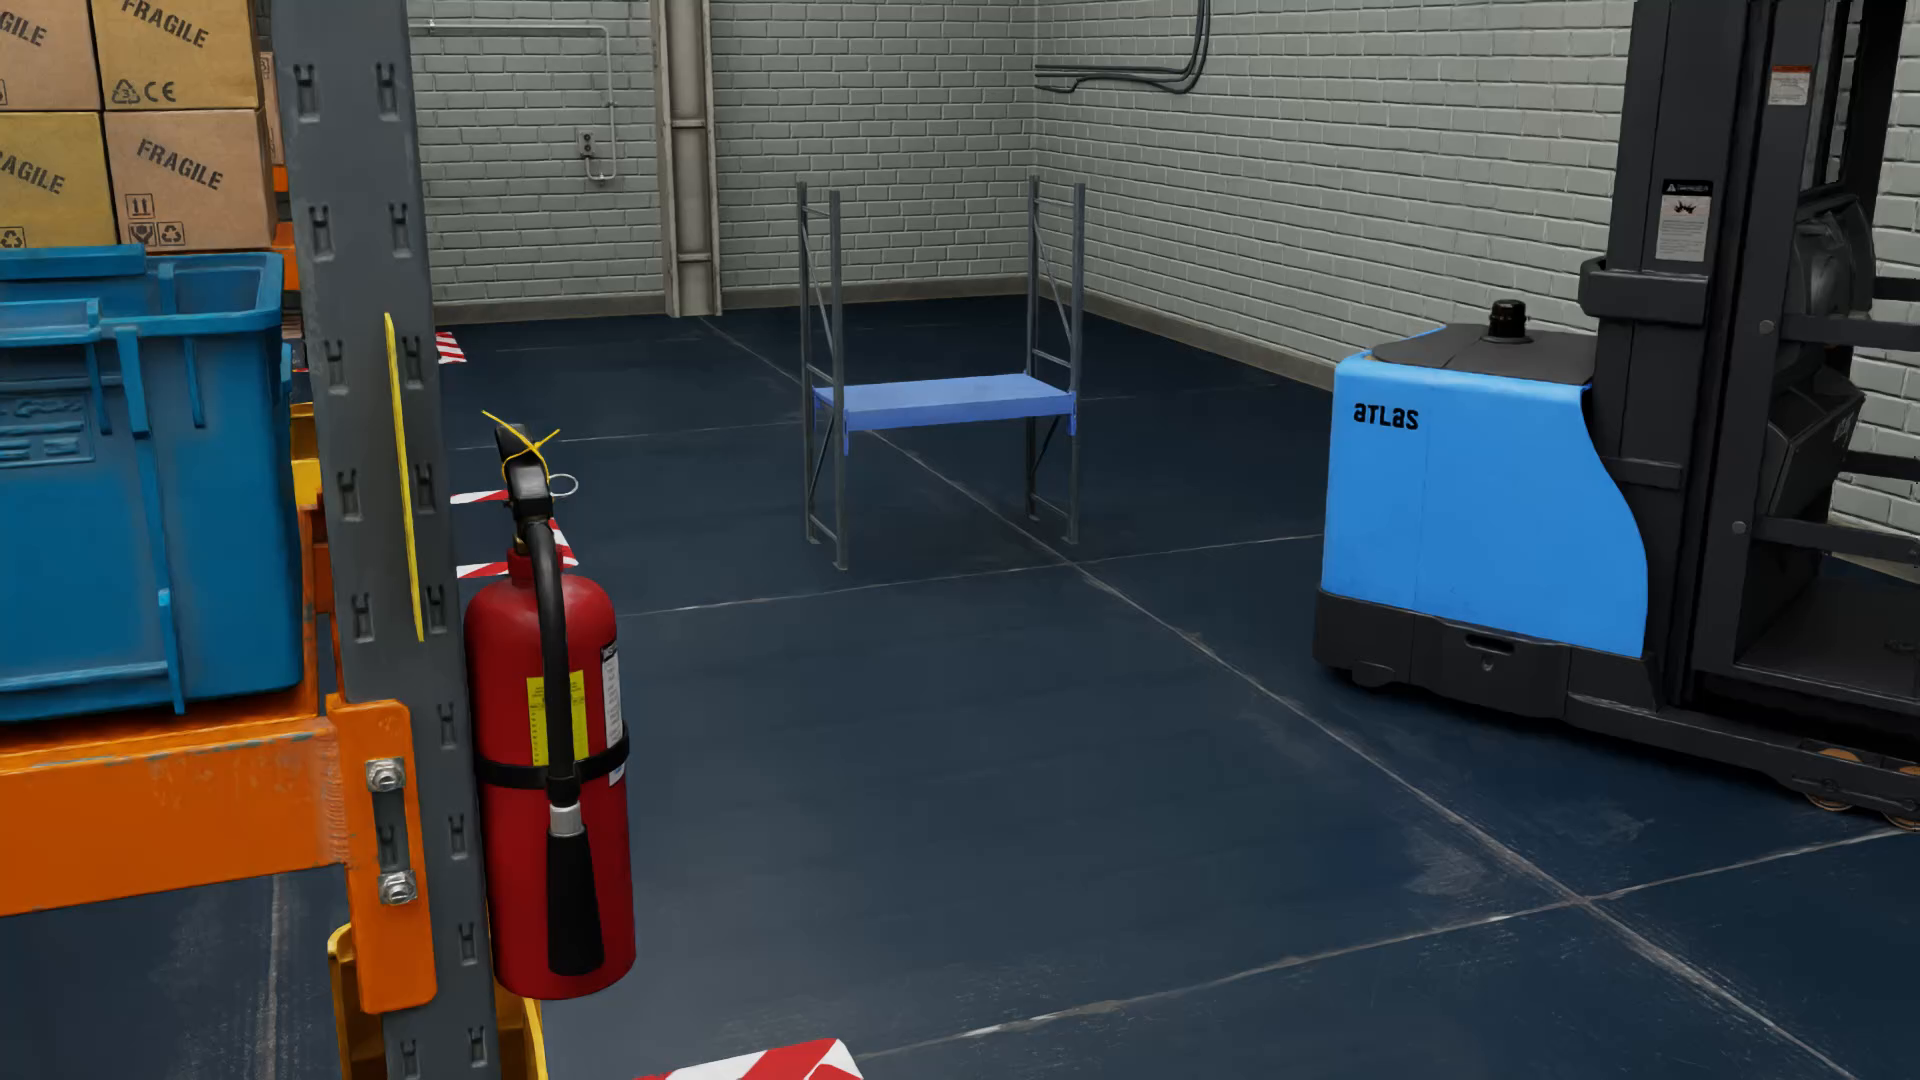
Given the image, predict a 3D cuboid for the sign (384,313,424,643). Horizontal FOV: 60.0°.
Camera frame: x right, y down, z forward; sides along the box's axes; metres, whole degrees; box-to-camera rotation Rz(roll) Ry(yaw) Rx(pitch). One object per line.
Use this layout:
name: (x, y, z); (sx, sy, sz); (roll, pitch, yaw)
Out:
sign: (-0.569, -0.063, 1.701); (0.005, 0.325, 0.100); (-6, 17, -20)

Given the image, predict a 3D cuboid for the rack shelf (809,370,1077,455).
rack shelf: (-0.080, -0.538, 6.908); (1.000, 0.185, 0.538); (-6, 17, -20)

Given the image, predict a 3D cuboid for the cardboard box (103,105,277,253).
cardboard box: (-2.870, -1.363, 6.238); (0.500, 0.500, 0.500); (-6, 17, -18)

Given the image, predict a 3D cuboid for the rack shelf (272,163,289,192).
rack shelf: (-6.193, -2.188, 10.502); (4.000, 0.370, 1.077); (-6, 17, -20)

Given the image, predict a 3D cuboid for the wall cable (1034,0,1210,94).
wall cable: (1.084, -4.600, 12.301); (0.112, 2.526, 3.097); (-6, 17, -20)

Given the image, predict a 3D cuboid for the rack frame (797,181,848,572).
rack frame: (-0.554, -0.660, 6.683); (0.032, 1.500, 0.500); (-6, 17, -20)

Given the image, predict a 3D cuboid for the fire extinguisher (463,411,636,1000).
fire extinguisher: (-0.477, 0.192, 1.919); (0.183, 0.674, 0.296); (-6, 17, -20)

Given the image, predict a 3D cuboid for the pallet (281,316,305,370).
pallet: (-5.044, -1.296, 11.135); (1.213, 0.211, 1.003); (-6, 17, -20)

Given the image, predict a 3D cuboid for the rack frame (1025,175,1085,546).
rack frame: (0.395, -0.762, 7.032); (0.032, 1.500, 0.500); (-6, 17, -20)

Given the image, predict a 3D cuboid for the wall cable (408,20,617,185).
wall cable: (-3.468, -3.600, 12.231); (1.851, 1.984, 0.084); (-6, 17, -20)

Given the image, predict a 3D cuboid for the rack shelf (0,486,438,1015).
rack shelf: (-2.648, 0.419, 1.626); (4.000, 0.370, 1.077); (-6, 17, -20)

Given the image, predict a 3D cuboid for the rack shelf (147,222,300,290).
rack shelf: (-4.417, -0.885, 6.065); (4.000, 0.370, 1.077); (-6, 17, -20)

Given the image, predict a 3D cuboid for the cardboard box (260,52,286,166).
cardboard box: (-4.798, -2.825, 10.861); (0.700, 0.700, 0.980); (-5, 17, -18)

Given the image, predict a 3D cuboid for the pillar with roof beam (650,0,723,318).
pillar with roof beam: (-0.573, -4.980, 8.087); (0.400, 9.000, 9.100); (-6, 17, -20)

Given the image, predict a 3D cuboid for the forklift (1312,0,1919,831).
forklift: (2.644, -0.798, 4.614); (3.031, 2.935, 1.130); (12, 20, 36)

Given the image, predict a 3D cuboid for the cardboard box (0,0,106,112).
cardboard box: (-3.338, -1.791, 5.922); (0.500, 0.500, 0.500); (-6, 17, -19)

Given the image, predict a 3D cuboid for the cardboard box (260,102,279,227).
cardboard box: (-3.058, -1.504, 6.720); (0.500, 0.500, 0.500); (-6, 17, -19)

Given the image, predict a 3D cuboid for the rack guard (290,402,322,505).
rack guard: (-2.621, -0.225, 6.976); (0.348, 0.500, 1.175); (-6, 17, -20)

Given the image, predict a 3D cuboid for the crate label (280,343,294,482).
crate label: (-1.129, -0.138, 2.436); (0.303, 0.233, 0.416); (-6, 17, -20)

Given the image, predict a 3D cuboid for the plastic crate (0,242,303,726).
plastic crate: (-1.026, -0.091, 1.915); (0.499, 0.435, 0.616); (-6, 17, -20)

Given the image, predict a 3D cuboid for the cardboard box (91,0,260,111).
cardboard box: (-2.867, -1.842, 6.096); (0.500, 0.500, 0.500); (-6, 18, -21)

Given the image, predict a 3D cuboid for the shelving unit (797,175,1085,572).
shelving unit: (-0.080, -0.711, 6.858); (1.048, 1.500, 0.538); (-6, 17, -20)

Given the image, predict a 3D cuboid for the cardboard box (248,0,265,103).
cardboard box: (-3.058, -1.984, 6.579); (0.500, 0.500, 0.500); (-6, 17, -18)

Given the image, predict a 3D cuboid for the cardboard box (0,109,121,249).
cardboard box: (-3.354, -1.310, 6.057); (0.500, 0.500, 0.500); (-6, 17, -20)

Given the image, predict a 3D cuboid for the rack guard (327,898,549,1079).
rack guard: (-0.763, 1.065, 2.583); (0.348, 0.500, 1.175); (-6, 17, -20)
